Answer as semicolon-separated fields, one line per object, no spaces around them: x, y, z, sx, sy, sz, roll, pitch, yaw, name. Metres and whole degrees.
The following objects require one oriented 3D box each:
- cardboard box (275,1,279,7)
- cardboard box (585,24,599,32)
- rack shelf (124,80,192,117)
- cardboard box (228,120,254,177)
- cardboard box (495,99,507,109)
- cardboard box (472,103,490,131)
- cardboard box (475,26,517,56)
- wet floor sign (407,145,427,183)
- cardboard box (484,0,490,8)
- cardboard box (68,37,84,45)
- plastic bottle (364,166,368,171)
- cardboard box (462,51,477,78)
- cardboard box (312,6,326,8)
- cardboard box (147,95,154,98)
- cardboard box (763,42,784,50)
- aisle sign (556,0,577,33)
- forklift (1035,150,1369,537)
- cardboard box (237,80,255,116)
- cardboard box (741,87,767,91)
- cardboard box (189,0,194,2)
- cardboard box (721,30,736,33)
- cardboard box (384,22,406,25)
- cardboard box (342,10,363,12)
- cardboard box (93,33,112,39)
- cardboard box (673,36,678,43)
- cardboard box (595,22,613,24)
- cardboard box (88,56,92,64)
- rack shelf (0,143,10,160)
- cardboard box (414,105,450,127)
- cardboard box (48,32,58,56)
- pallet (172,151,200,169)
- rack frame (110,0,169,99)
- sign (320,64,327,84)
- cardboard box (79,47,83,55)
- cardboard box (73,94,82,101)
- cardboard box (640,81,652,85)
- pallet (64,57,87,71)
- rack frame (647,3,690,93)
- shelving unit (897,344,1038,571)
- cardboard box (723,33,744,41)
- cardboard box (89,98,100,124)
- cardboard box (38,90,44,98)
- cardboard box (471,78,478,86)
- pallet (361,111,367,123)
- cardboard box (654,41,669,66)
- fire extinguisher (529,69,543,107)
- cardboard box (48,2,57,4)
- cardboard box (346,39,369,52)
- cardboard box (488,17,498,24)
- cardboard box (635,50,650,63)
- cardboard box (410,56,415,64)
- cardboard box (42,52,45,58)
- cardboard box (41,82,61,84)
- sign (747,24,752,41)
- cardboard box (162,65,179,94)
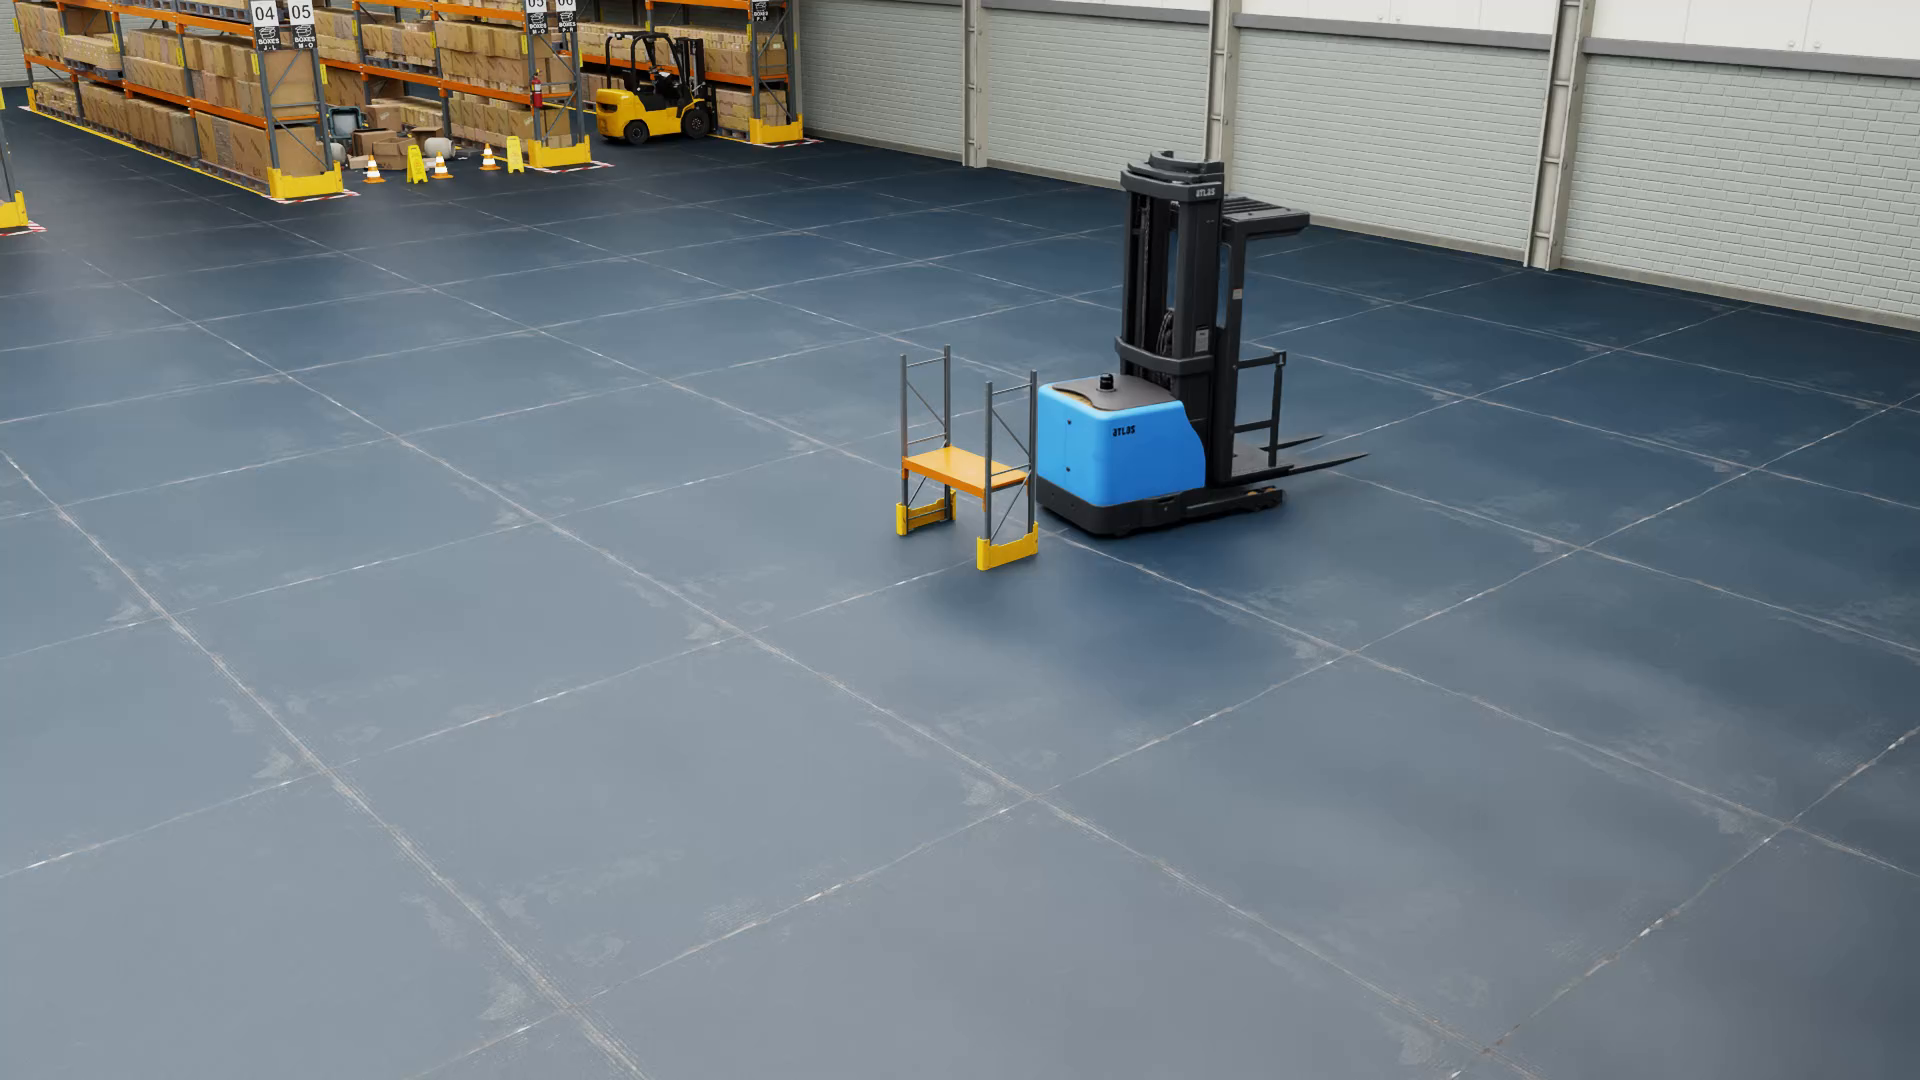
-11.444;-9.149;28.249;0.380;0.149;0.250;-17;27;-37;cardboard box
-8.548;-11.968;38.901;0.380;0.149;0.250;-17;27;-37;cardboard box
-15.212;-8.709;32.593;1.077;0.370;4.000;-17;27;-37;rack shelf
-12.365;-7.007;29.598;0.875;0.875;0.875;-18;28;-38;cardboard box
-8.785;-8.474;32.283;0.380;0.149;0.250;-17;27;-37;cardboard box
-9.347;-8.446;33.101;0.500;0.500;0.500;-16;26;-35;cardboard box
-8.846;-9.590;31.941;0.700;0.500;0.500;-18;28;-38;cardboard box
-9.777;-6.753;29.842;0.232;0.644;0.267;17;27;36;wet floor sign
-8.871;-10.265;31.810;0.380;0.149;0.250;-18;28;-39;cardboard box
-18.868;-10.692;35.622;0.380;0.149;0.250;-17;27;-37;cardboard box
-11.083;-6.968;31.190;0.283;0.061;0.133;12;24;27;plastic bottle
-9.484;-9.420;32.876;0.500;0.500;0.500;-18;28;-38;cardboard box
-15.572;-12.609;40.056;0.500;0.500;0.500;-17;27;-37;cardboard box
-16.785;-9.225;34.748;0.500;0.250;0.500;-19;28;-40;cardboard box
-3.879;-10.279;34.589;0.380;0.149;0.250;-18;28;-39;cardboard box
-7.337;-9.860;30.980;0.394;0.787;0.004;-17;27;-37;aisle sign
2.171;-1.764;13.968;3.031;2.935;1.130;-12;24;-27;forklift
-11.948;-7.695;28.811;0.875;0.550;0.550;-17;27;-37;cardboard box
-4.353;-9.471;35.375;0.500;0.250;0.500;-17;27;-37;cardboard box
-13.431;-9.622;29.456;0.380;0.149;0.250;-18;28;-38;cardboard box
-4.899;-10.840;35.613;0.380;0.149;0.250;-17;27;-37;cardboard box
-12.327;-11.124;36.651;0.500;0.500;0.500;-18;28;-39;cardboard box
-13.954;-11.931;38.325;0.500;0.500;0.500;-17;27;-37;cardboard box
-18.719;-10.993;36.390;0.380;0.149;0.250;-16;26;-35;cardboard box
-5.990;-10.856;36.061;0.380;0.149;0.250;-17;27;-36;cardboard box
-8.455;-12.247;39.612;0.380;0.149;0.250;-17;27;-36;cardboard box
-18.021;-10.058;34.818;0.380;0.149;0.250;-16;27;-36;cardboard box
-16.425;-6.451;26.828;1.077;0.370;4.000;-17;27;-37;rack shelf
-11.039;-9.012;35.407;0.950;0.372;0.625;-15;26;-34;cardboard box
-19.997;-11.097;37.158;0.500;0.500;0.500;-18;28;-39;cardboard box
-14.468;-7.388;32.058;1.003;0.211;1.213;-17;27;-37;pallet
-16.518;-9.596;33.872;1.000;3.000;0.127;-17;27;-37;rack frame
-10.872;-7.957;28.390;0.100;0.325;0.005;-17;27;-37;sign
-18.360;-10.339;35.129;0.380;0.149;0.250;-18;28;-38;cardboard box
-19.558;-9.883;37.121;0.380;0.149;0.250;-17;27;-36;cardboard box
-6.814;-10.112;37.868;0.875;0.625;0.625;-16;26;-35;cardboard box
-18.740;-10.366;36.101;1.003;0.211;1.213;-17;27;-37;pallet
-6.465;-10.880;37.150;1.000;3.000;0.127;-17;27;-37;rack frame
0.050;-0.677;13.157;0.587;1.500;1.083;-17;27;-37;shelving unit
-4.729;-10.524;34.806;0.380;0.149;0.250;-17;27;-37;cardboard box
-18.501;-9.320;36.019;0.500;0.500;0.500;-16;26;-35;cardboard box
-21.456;-10.518;39.151;0.380;0.149;0.250;-18;27;-38;cardboard box
-9.432;-9.062;32.851;0.380;0.149;0.250;-17;27;-37;cardboard box
-13.291;-9.740;38.063;1.003;0.211;1.213;-17;27;-37;pallet
-6.373;-10.742;36.660;0.500;0.500;0.500;-18;28;-39;cardboard box
-7.886;-8.415;30.962;0.296;0.674;0.183;-17;27;-37;fire extinguisher
-20.922;-12.250;38.732;0.500;0.500;0.500;-19;28;-39;cardboard box
-13.343;-11.039;37.076;0.500;0.250;0.500;-18;27;-38;cardboard box
-11.541;-13.146;42.221;0.700;0.500;0.500;-17;27;-36;cardboard box
-6.992;-10.887;37.374;0.500;0.250;0.500;-17;27;-36;cardboard box
-11.291;-10.062;34.829;0.380;0.149;0.250;-17;27;-37;cardboard box
-20.873;-11.180;38.260;0.380;0.149;0.250;-18;28;-38;cardboard box
-21.384;-10.679;39.153;0.380;0.149;0.250;-17;27;-36;cardboard box
-4.274;-10.299;33.754;0.100;0.325;0.005;-17;27;-37;sign
-14.780;-8.758;31.594;0.500;0.500;0.500;-18;28;-38;cardboard box
